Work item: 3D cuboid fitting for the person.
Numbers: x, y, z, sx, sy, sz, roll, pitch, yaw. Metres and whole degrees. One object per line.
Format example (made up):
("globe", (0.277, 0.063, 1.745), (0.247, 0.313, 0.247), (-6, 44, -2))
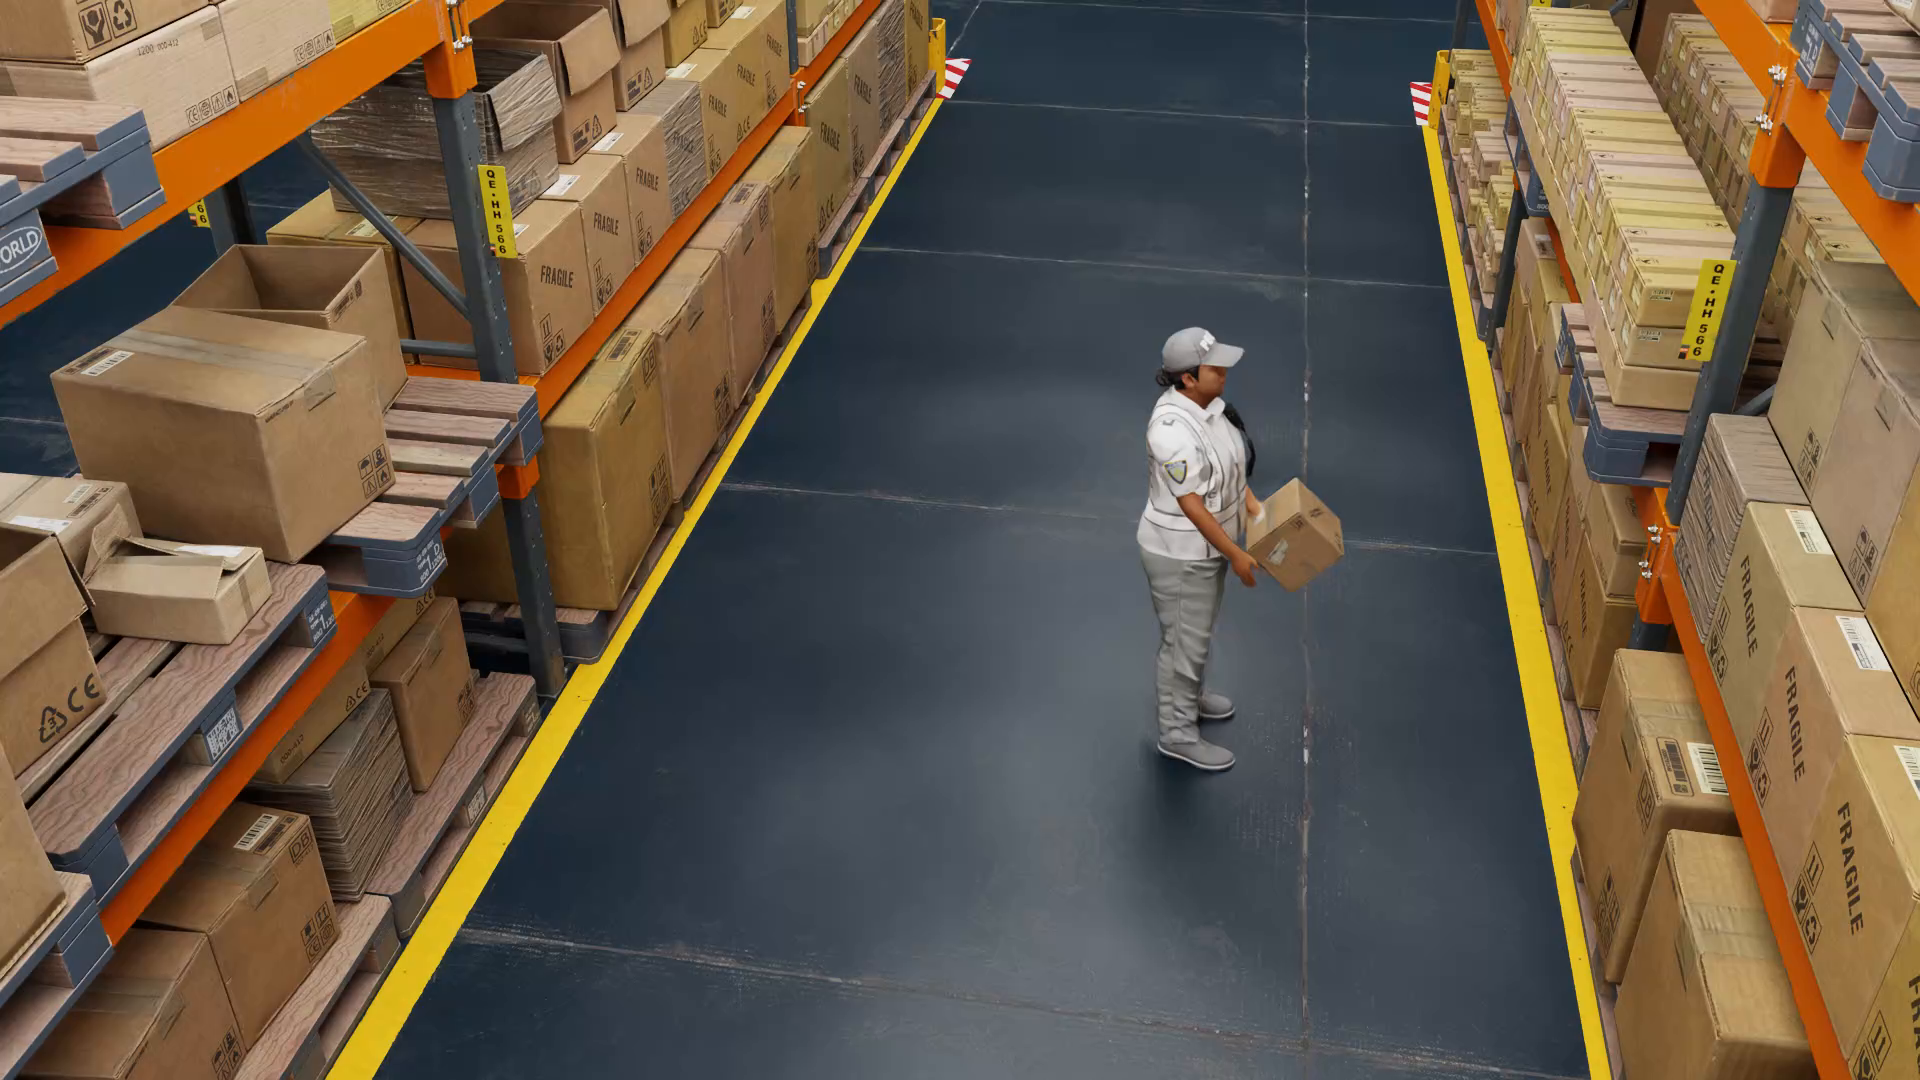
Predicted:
("person", (0.901, 0.021, 6.097), (0.483, 1.671, 0.501), (13, 35, 20))
